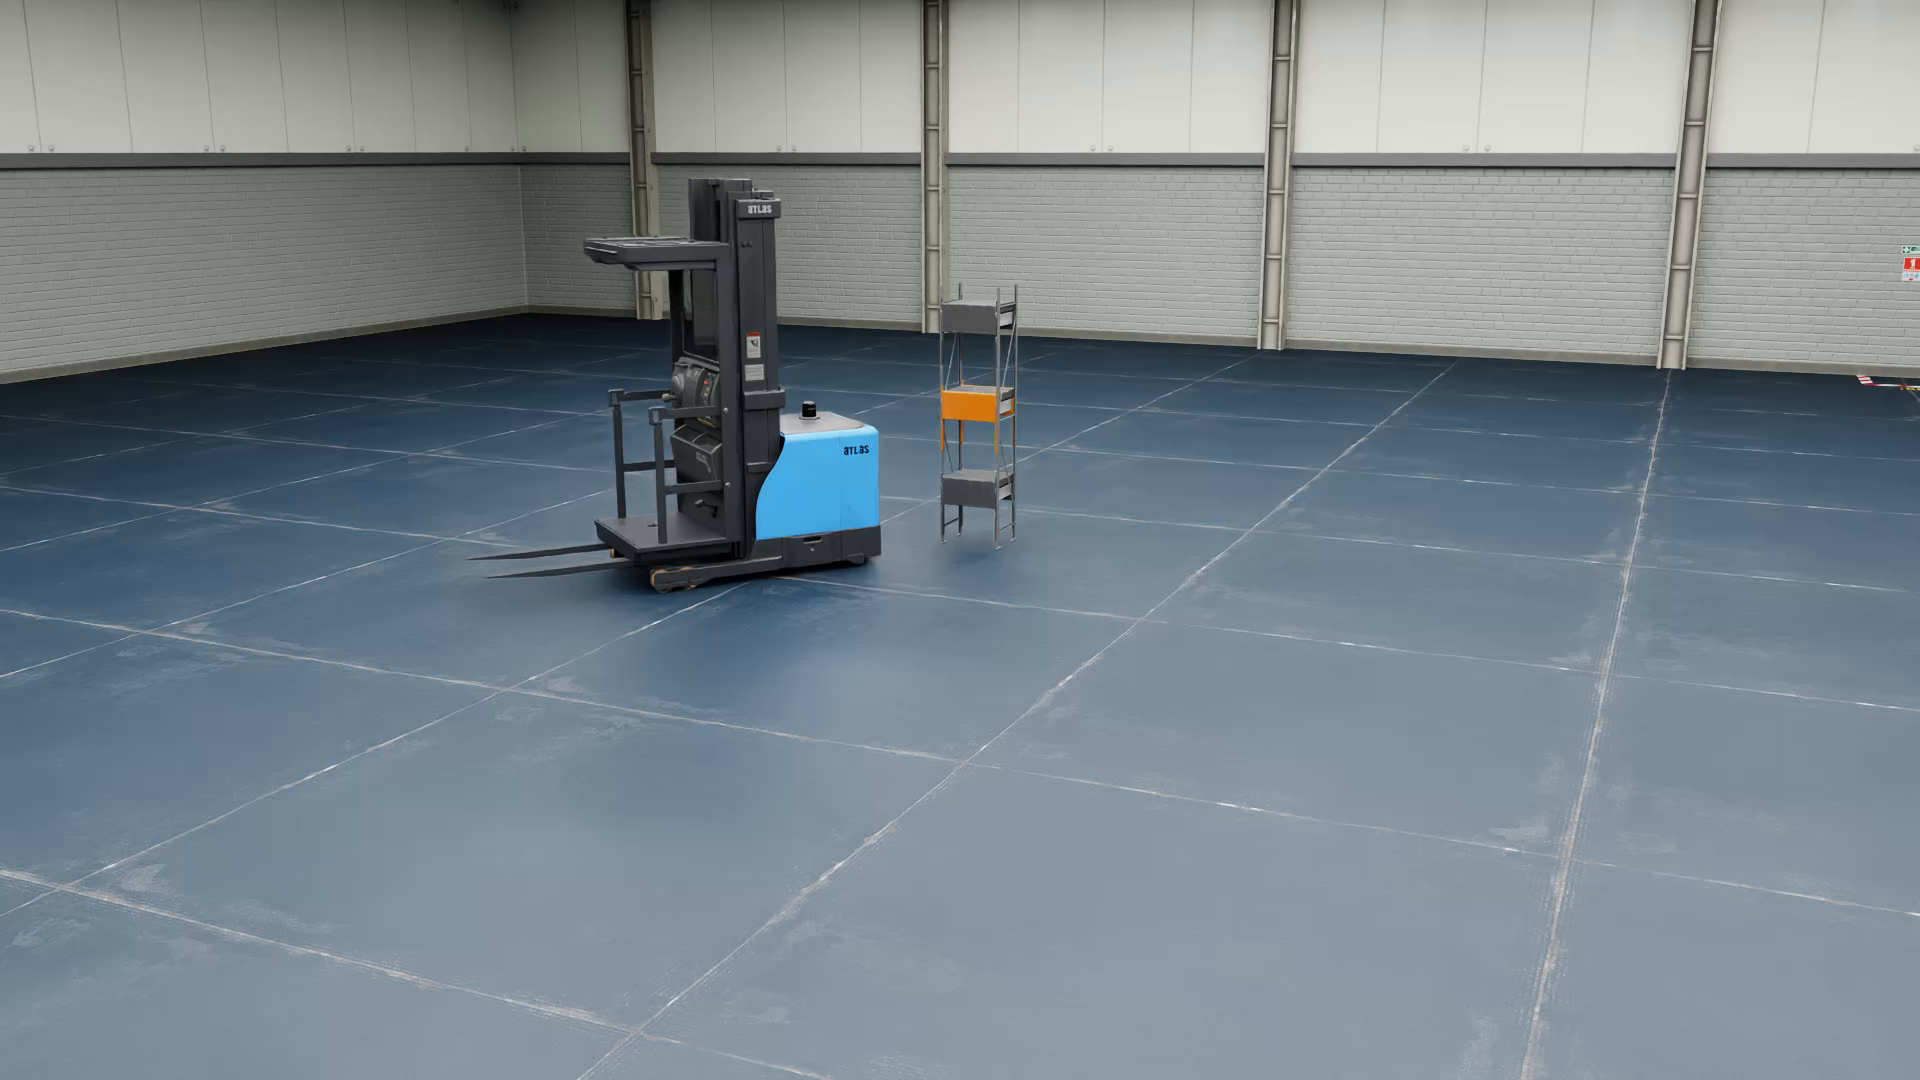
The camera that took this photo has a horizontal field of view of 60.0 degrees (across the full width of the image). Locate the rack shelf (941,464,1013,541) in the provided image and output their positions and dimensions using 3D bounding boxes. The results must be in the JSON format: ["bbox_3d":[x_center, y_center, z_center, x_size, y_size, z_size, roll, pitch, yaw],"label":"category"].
[{"bbox_3d":[0.151,-0.312,13.613,0.480,0.518,0.431,6,14,23],"label":"rack shelf"}]

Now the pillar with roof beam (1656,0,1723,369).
[{"bbox_3d":[8.797,-6.038,19.787,0.400,9.000,9.100,6,14,23],"label":"pillar with roof beam"}]

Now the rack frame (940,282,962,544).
[{"bbox_3d":[-0.072,-1.029,13.546,0.015,2.100,0.400,6,14,23],"label":"rack frame"}]

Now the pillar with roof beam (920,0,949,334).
[{"bbox_3d":[-2.174,-7.148,24.519,0.400,9.000,9.100,6,14,23],"label":"pillar with roof beam"}]

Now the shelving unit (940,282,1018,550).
[{"bbox_3d":[0.151,-1.007,13.450,0.503,2.100,0.431,6,14,23],"label":"shelving unit"}]

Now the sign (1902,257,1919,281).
[{"bbox_3d":[13.319,-3.788,23.253,0.234,0.329,0.001,6,14,23],"label":"sign"}]

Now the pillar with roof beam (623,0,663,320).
[{"bbox_3d":[-7.660,-7.703,26.885,0.400,9.000,9.100,6,14,23],"label":"pillar with roof beam"}]

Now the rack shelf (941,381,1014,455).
[{"bbox_3d":[0.151,-0.994,13.453,0.480,0.518,0.431,6,14,23],"label":"rack shelf"}]

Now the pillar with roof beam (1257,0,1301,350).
[{"bbox_3d":[3.312,-6.593,22.153,0.400,9.000,9.100,6,14,23],"label":"pillar with roof beam"}]

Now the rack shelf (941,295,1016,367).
[{"bbox_3d":[0.151,-1.675,13.293,0.480,0.518,0.431,6,14,23],"label":"rack shelf"}]

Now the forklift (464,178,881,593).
[{"bbox_3d":[-2.158,-1.180,12.367,3.031,2.935,1.130,-7,15,-28],"label":"forklift"}]

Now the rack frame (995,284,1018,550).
[{"bbox_3d":[0.374,-0.984,13.353,0.015,2.100,0.400,6,14,23],"label":"rack frame"}]

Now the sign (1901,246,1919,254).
[{"bbox_3d":[13.320,-4.044,23.183,0.331,0.109,0.001,6,14,23],"label":"sign"}]
